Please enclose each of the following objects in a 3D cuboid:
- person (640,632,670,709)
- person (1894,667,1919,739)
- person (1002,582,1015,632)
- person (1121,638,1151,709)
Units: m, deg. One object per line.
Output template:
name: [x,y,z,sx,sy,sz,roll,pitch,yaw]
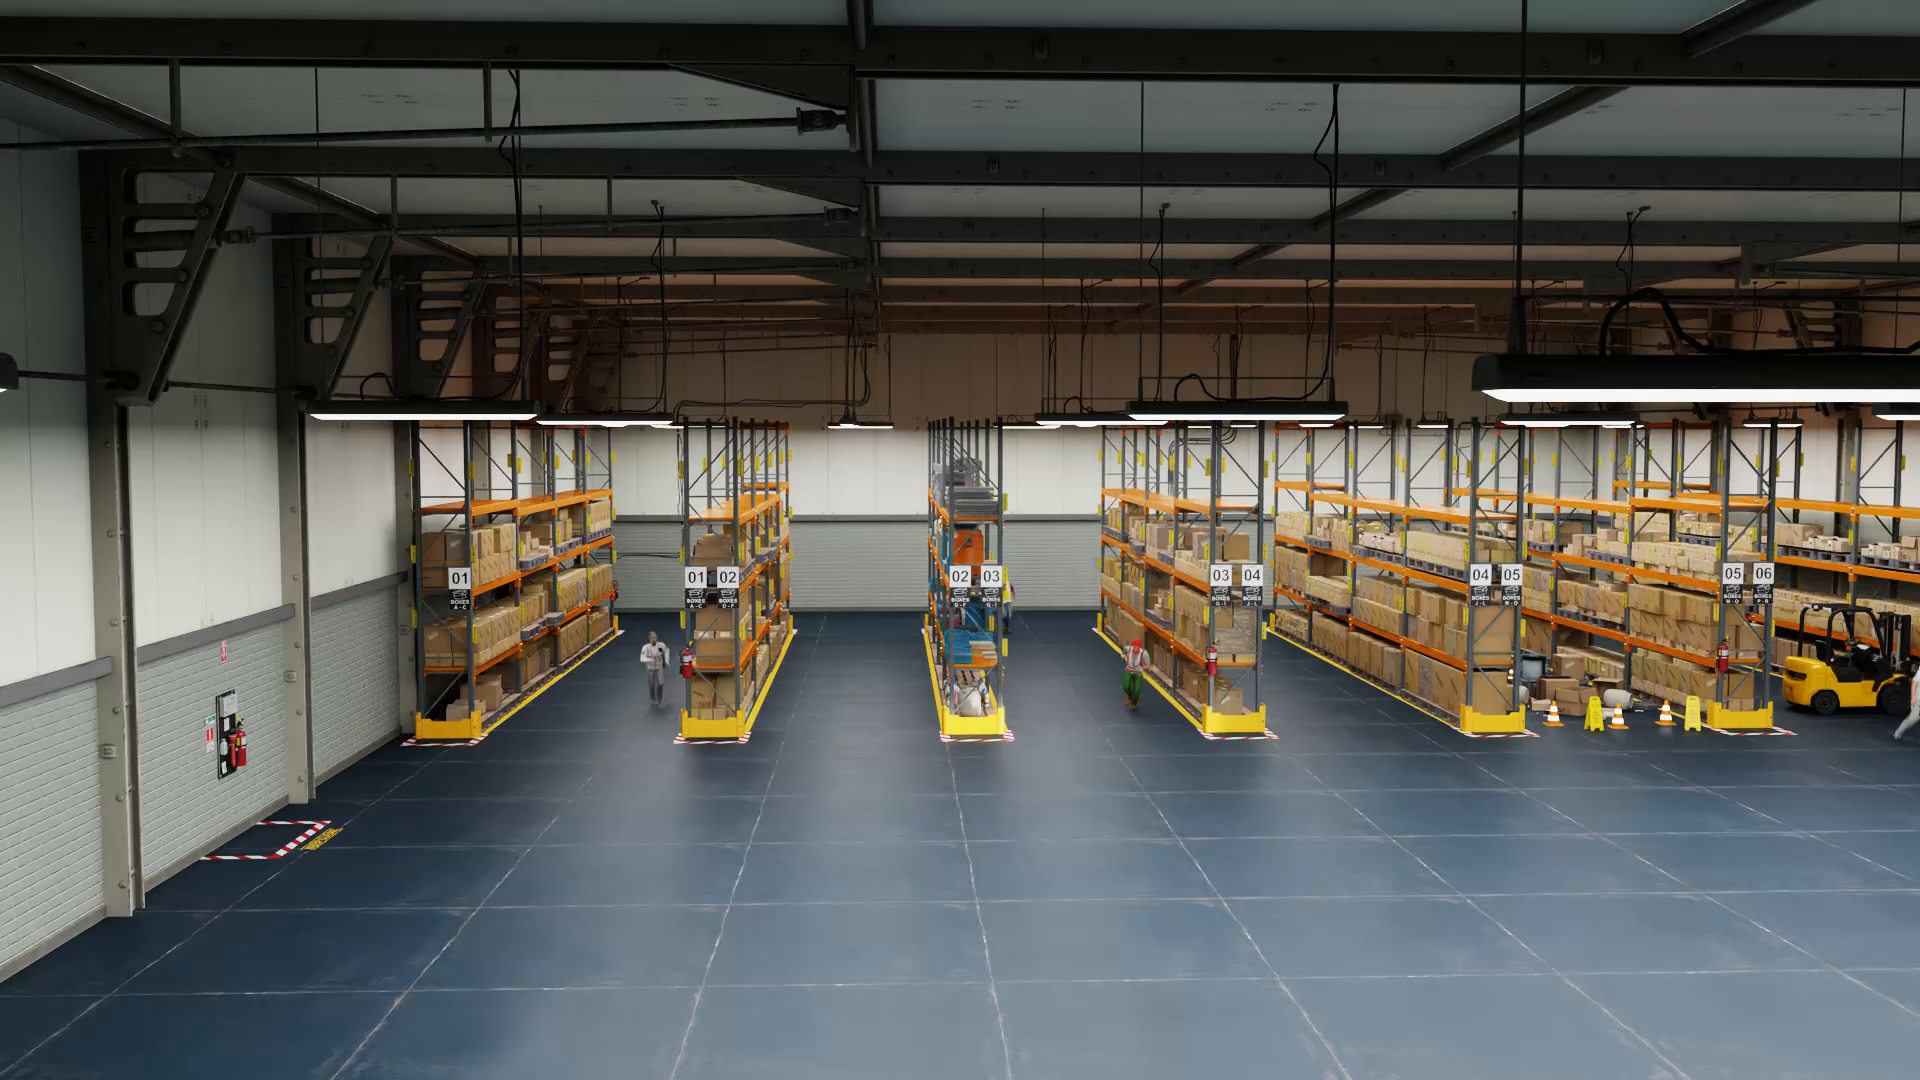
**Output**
person: [-6.304,2.674,34.401,0.599,1.626,0.915,-1,4,-11]
person: [17.664,2.879,30.499,0.789,1.692,0.685,0,4,2]
person: [1.262,1.786,47.169,0.708,1.711,0.604,-2,4,-23]
person: [3.554,2.730,33.899,0.706,1.530,1.007,1,4,16]
